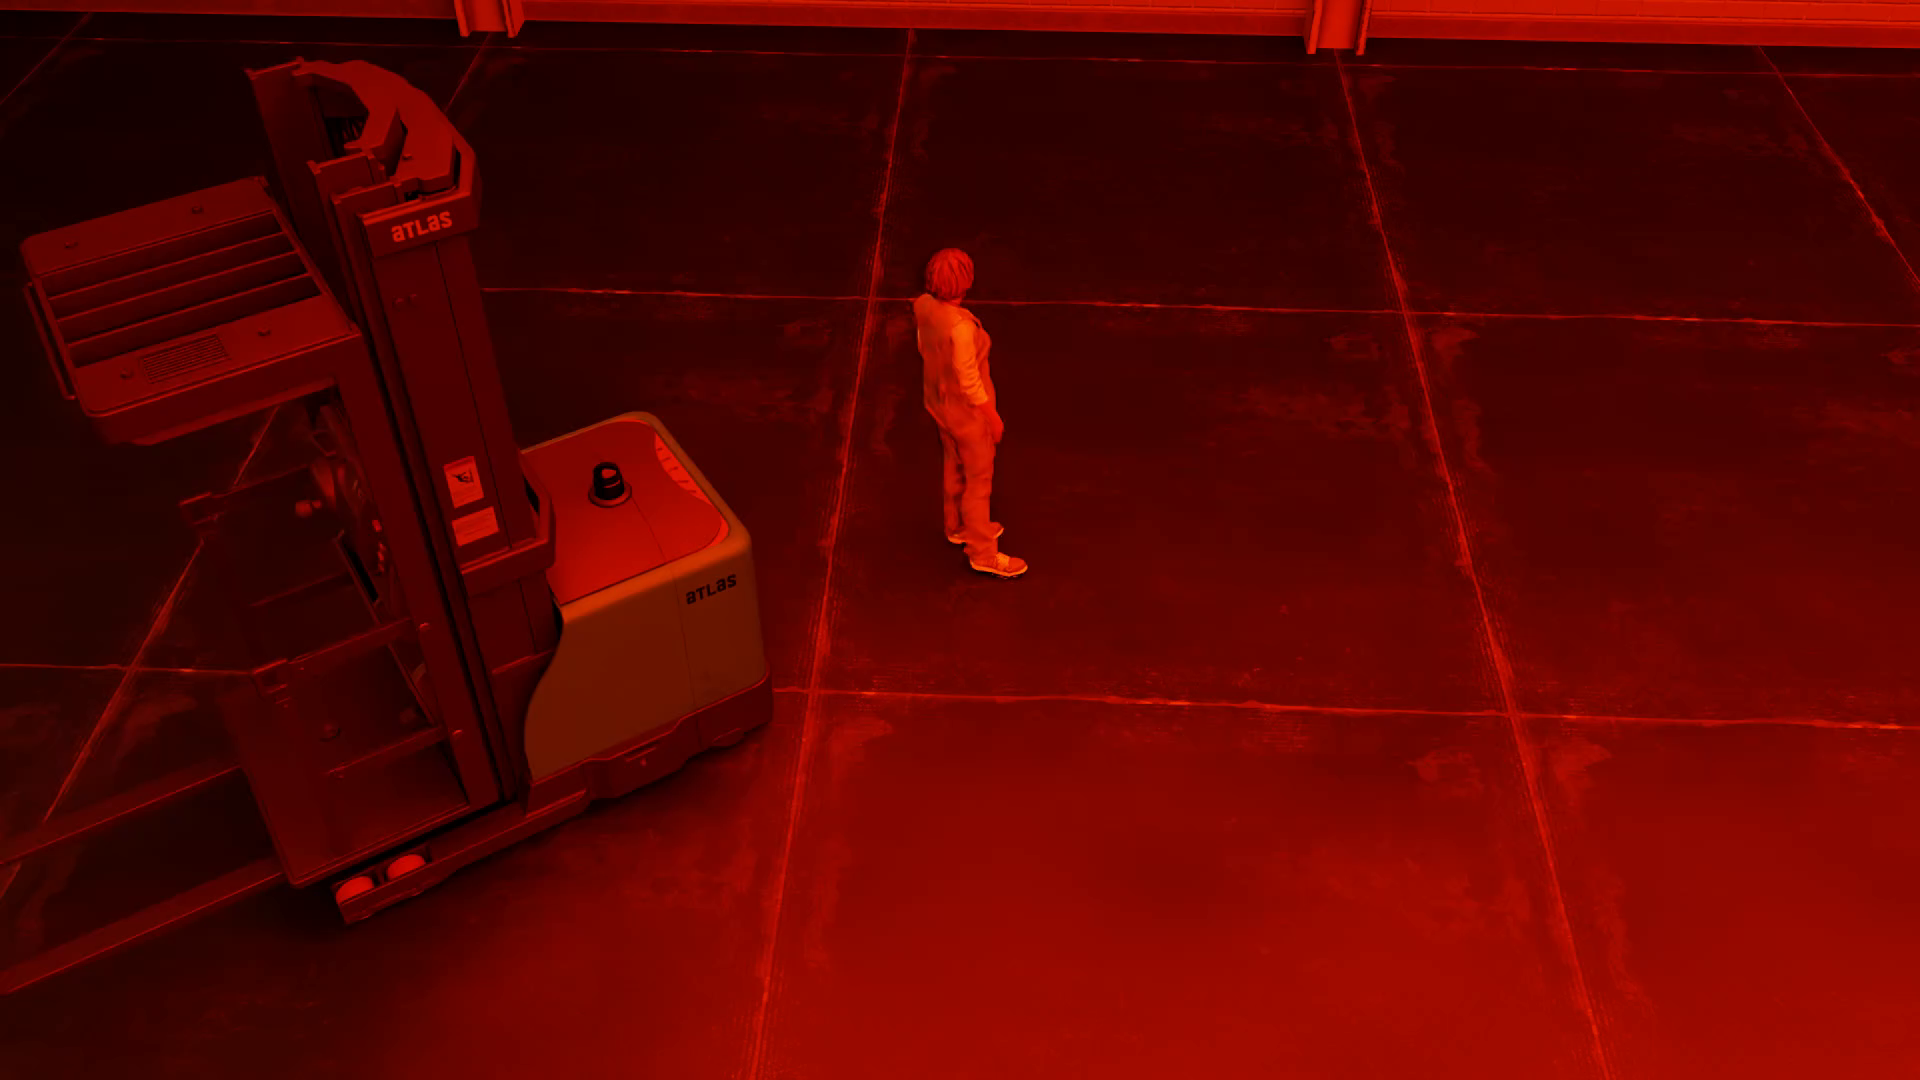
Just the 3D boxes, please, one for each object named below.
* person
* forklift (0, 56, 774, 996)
[{"bbox_3d":[0.048,-0.567,7.348,0.358,1.599,0.617,-23,47,-23],"label":"person"},{"bbox_3d":[-2.307,-0.047,5.794,3.031,2.935,1.130,-23,47,-23],"label":"forklift"}]
